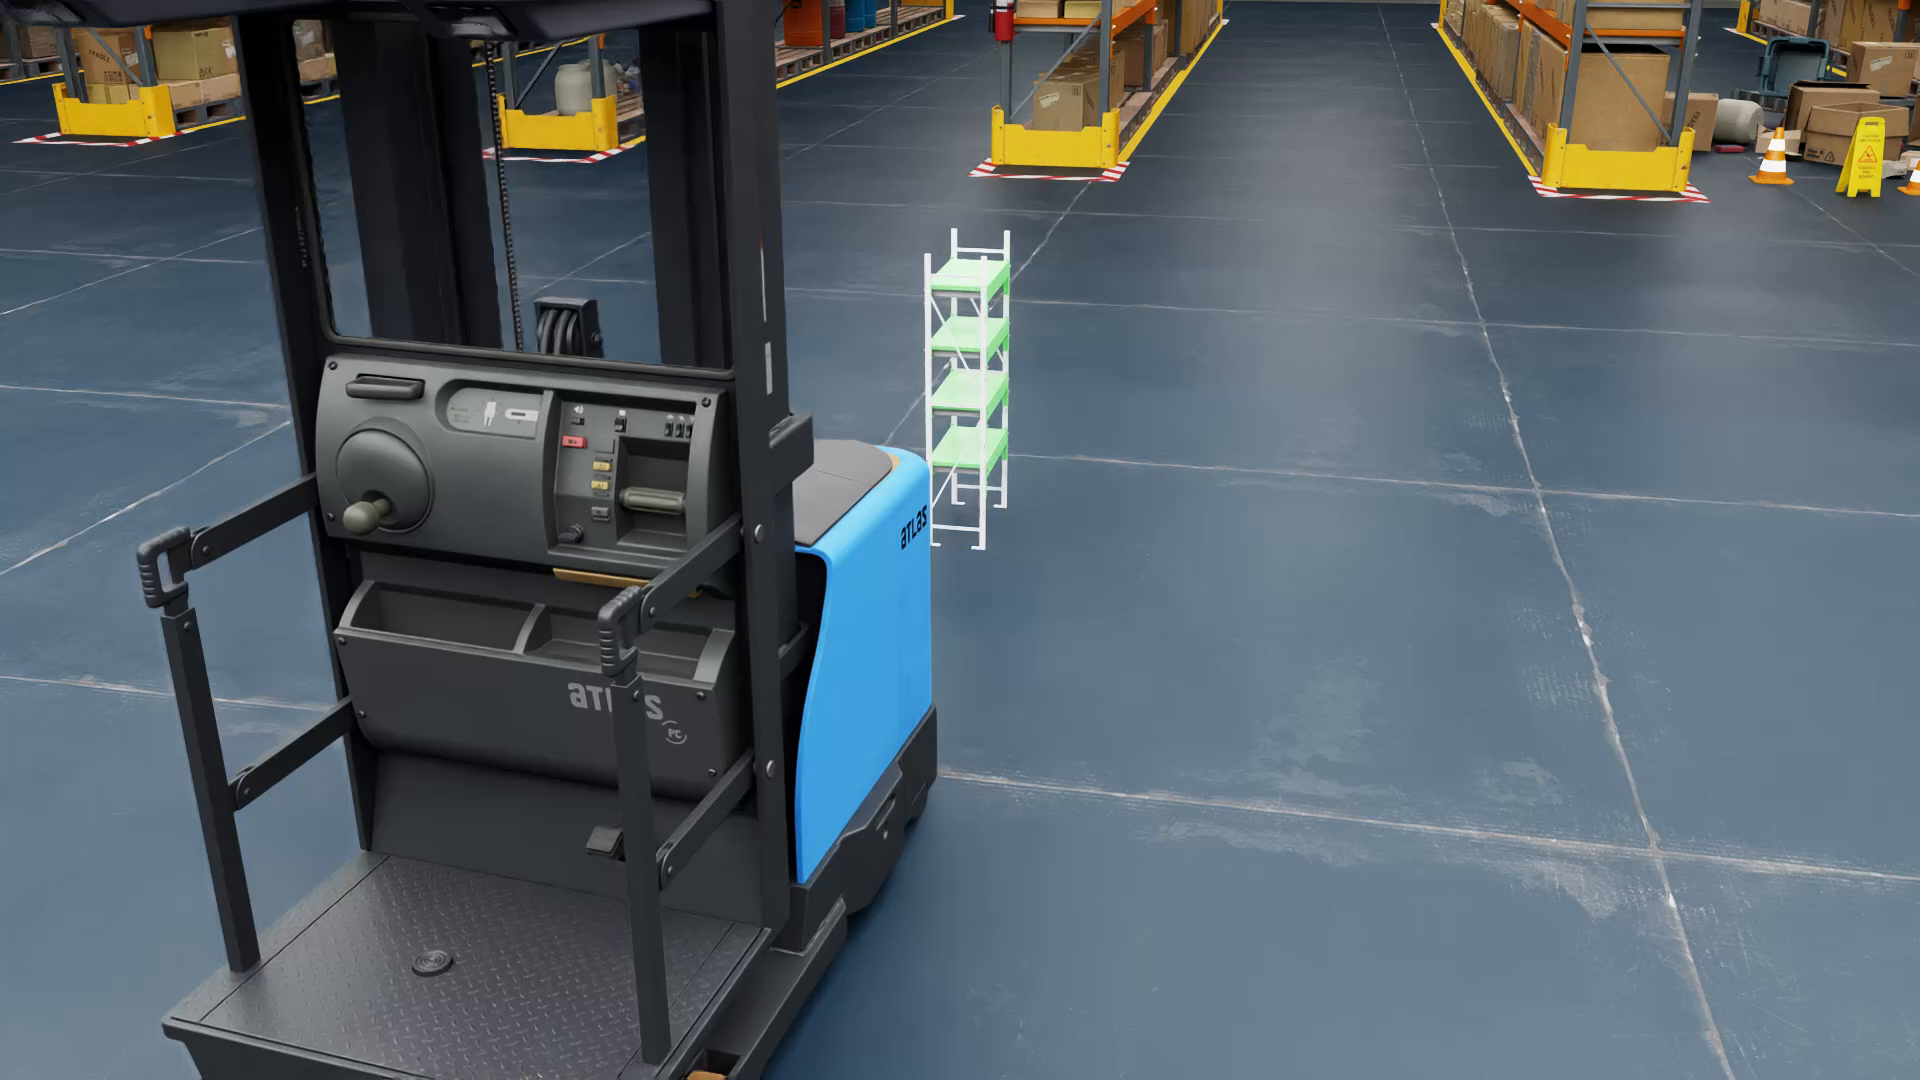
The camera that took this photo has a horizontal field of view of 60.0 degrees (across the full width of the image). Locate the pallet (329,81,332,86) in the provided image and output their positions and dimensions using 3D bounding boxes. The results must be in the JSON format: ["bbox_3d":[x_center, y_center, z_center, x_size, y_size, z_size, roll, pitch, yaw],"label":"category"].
[{"bbox_3d":[-7.894,-6.111,21.743,1.003,0.211,1.213,4,22,11],"label":"pallet"}]

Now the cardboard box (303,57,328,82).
[{"bbox_3d":[-7.998,-5.683,20.066,0.500,0.250,0.500,4,22,11],"label":"cardboard box"}]

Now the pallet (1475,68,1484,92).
[{"bbox_3d":[7.108,-5.847,21.088,1.003,0.211,1.213,4,22,11],"label":"pallet"}]

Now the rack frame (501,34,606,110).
[{"bbox_3d":[-3.973,-5.290,15.973,1.000,3.000,0.127,4,22,11],"label":"rack frame"}]

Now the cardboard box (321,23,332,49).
[{"bbox_3d":[-8.204,-6.481,21.298,0.500,0.311,0.500,4,22,11],"label":"cardboard box"}]

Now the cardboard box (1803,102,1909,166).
[{"bbox_3d":[8.457,-3.834,15.700,0.797,0.503,0.637,-11,25,-26],"label":"cardboard box"}]

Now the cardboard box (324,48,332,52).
[{"bbox_3d":[-8.205,-6.225,21.413,0.500,0.250,0.500,4,22,10],"label":"cardboard box"}]

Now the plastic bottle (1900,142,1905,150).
[{"bbox_3d":[9.294,-3.928,16.524,0.133,0.061,0.283,8,23,20],"label":"plastic bottle"}]

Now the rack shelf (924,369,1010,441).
[{"bbox_3d":[0.034,-0.558,6.804,0.258,0.148,0.480,4,22,11],"label":"rack shelf"}]

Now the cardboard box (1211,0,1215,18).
[{"bbox_3d":[3.902,-9.400,28.460,0.875,0.875,0.875,4,22,11],"label":"cardboard box"}]

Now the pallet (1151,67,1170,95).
[{"bbox_3d":[2.096,-5.814,21.007,1.003,0.211,1.213,4,22,11],"label":"pallet"}]

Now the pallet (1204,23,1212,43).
[{"bbox_3d":[3.556,-8.279,27.129,1.003,0.211,1.213,4,22,11],"label":"pallet"}]

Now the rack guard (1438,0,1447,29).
[{"bbox_3d":[8.960,-9.161,28.932,1.175,0.500,0.348,4,22,11],"label":"rack guard"}]

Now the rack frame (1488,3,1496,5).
[{"bbox_3d":[7.343,-7.423,21.269,1.000,3.000,0.127,4,22,11],"label":"rack frame"}]

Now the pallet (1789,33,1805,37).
[{"bbox_3d":[13.257,-7.524,25.253,1.003,0.211,1.213,4,22,11],"label":"pallet"}]

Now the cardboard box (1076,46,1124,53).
[{"bbox_3d":[1.571,-5.267,18.700,0.500,0.500,0.500,4,22,9],"label":"cardboard box"}]

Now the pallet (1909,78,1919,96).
[{"bbox_3d":[12.048,-5.503,20.236,1.003,0.211,1.213,4,22,11],"label":"pallet"}]

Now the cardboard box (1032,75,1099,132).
[{"bbox_3d":[1.019,-4.175,15.988,0.500,0.500,0.500,9,24,21],"label":"cardboard box"}]

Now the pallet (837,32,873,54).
[{"bbox_3d":[-1.970,-7.658,25.587,1.003,0.211,1.213,4,22,11],"label":"pallet"}]

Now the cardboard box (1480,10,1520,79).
[{"bbox_3d":[6.955,-6.038,20.281,1.050,0.750,0.750,5,22,12],"label":"cardboard box"}]

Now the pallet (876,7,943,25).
[{"bbox_3d":[-0.915,-9.549,30.281,1.003,0.211,1.213,4,22,11],"label":"pallet"}]

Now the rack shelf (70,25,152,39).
[{"bbox_3d":[-8.414,-6.066,18.864,1.077,0.370,4.000,4,22,11],"label":"rack shelf"}]

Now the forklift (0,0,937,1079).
[{"bbox_3d":[-0.998,-0.143,3.286,1.130,2.935,3.031,7,23,16],"label":"forklift"}]

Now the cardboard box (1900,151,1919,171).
[{"bbox_3d":[8.867,-3.467,15.264,0.380,0.149,0.250,18,28,38],"label":"cardboard box"}]

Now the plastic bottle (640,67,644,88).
[{"bbox_3d":[-3.640,-5.365,19.223,0.097,0.271,0.097,0,22,0],"label":"plastic bottle"}]

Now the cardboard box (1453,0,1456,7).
[{"bbox_3d":[8.171,-8.667,26.815,0.380,0.149,0.250,4,22,9],"label":"cardboard box"}]

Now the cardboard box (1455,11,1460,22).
[{"bbox_3d":[7.992,-8.235,26.141,0.380,0.149,0.250,4,22,9],"label":"cardboard box"}]

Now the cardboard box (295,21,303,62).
[{"bbox_3d":[-8.098,-5.847,19.472,0.500,0.500,0.500,4,22,11],"label":"cardboard box"}]

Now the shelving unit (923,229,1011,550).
[{"bbox_3d":[0.034,-0.617,6.780,0.258,1.200,0.503,4,22,11],"label":"shelving unit"}]

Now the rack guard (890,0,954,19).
[{"bbox_3d":[-0.716,-9.992,30.993,1.175,0.500,0.348,4,22,11],"label":"rack guard"}]

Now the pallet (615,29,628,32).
[{"bbox_3d":[-6.232,-9.015,28.955,1.003,0.211,1.213,4,22,11],"label":"pallet"}]

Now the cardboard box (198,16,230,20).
[{"bbox_3d":[-8.611,-5.887,19.571,0.500,0.500,0.500,4,22,11],"label":"cardboard box"}]

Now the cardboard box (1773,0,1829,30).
[{"bbox_3d":[13.626,-8.430,26.638,0.875,0.438,0.875,5,22,12],"label":"cardboard box"}]

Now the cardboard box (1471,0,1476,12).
[{"bbox_3d":[7.535,-7.638,23.583,0.500,0.250,0.500,5,23,13],"label":"cardboard box"}]

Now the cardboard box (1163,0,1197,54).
[{"bbox_3d":[2.669,-7.298,23.241,1.225,0.875,0.875,3,22,8],"label":"cardboard box"}]

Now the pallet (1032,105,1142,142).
[{"bbox_3d":[1.342,-4.386,17.461,1.003,0.211,1.213,4,22,11],"label":"pallet"}]

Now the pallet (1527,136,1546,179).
[{"bbox_3d":[5.797,-3.502,15.266,1.003,0.211,1.213,4,22,11],"label":"pallet"}]

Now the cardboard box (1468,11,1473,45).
[{"bbox_3d":[7.548,-7.285,23.710,0.500,0.500,0.500,5,22,12],"label":"cardboard box"}]

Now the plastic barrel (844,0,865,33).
[{"bbox_3d":[-1.797,-8.443,26.049,0.600,0.901,0.708,4,22,11],"label":"plastic barrel"}]

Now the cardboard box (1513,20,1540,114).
[{"bbox_3d":[6.330,-4.944,17.397,0.875,0.875,0.875,5,22,12],"label":"cardboard box"}]

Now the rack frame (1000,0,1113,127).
[{"bbox_3d":[0.875,-4.912,15.035,1.000,3.000,0.127,4,22,11],"label":"rack frame"}]

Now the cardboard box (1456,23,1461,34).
[{"bbox_3d":[7.905,-7.928,25.776,0.380,0.149,0.250,5,22,12],"label":"cardboard box"}]

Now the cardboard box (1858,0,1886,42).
[{"bbox_3d":[12.618,-6.864,22.163,0.875,0.875,0.875,5,22,12],"label":"cardboard box"}]

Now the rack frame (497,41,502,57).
[{"bbox_3d":[-7.189,-8.594,24.178,1.000,3.000,0.127,4,22,11],"label":"rack frame"}]

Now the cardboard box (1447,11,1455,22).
[{"bbox_3d":[8.378,-8.775,27.881,0.380,0.149,0.250,5,22,12],"label":"cardboard box"}]

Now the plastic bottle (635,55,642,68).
[{"bbox_3d":[-3.728,-5.464,19.363,0.144,0.351,0.185,5,22,12],"label":"plastic bottle"}]

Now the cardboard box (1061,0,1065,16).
[{"bbox_3d":[0.783,-5.007,15.607,0.380,0.149,0.250,4,22,11],"label":"cardboard box"}]

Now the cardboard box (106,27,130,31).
[{"bbox_3d":[-12.428,-7.385,23.931,0.700,0.500,0.500,4,22,11],"label":"cardboard box"}]

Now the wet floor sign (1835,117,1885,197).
[{"bbox_3d":[7.643,-3.243,14.043,0.267,0.644,0.232,1,22,2],"label":"wet floor sign"}]

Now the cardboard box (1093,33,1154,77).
[{"bbox_3d":[1.954,-5.815,20.035,0.700,0.500,0.500,4,22,11],"label":"cardboard box"}]
